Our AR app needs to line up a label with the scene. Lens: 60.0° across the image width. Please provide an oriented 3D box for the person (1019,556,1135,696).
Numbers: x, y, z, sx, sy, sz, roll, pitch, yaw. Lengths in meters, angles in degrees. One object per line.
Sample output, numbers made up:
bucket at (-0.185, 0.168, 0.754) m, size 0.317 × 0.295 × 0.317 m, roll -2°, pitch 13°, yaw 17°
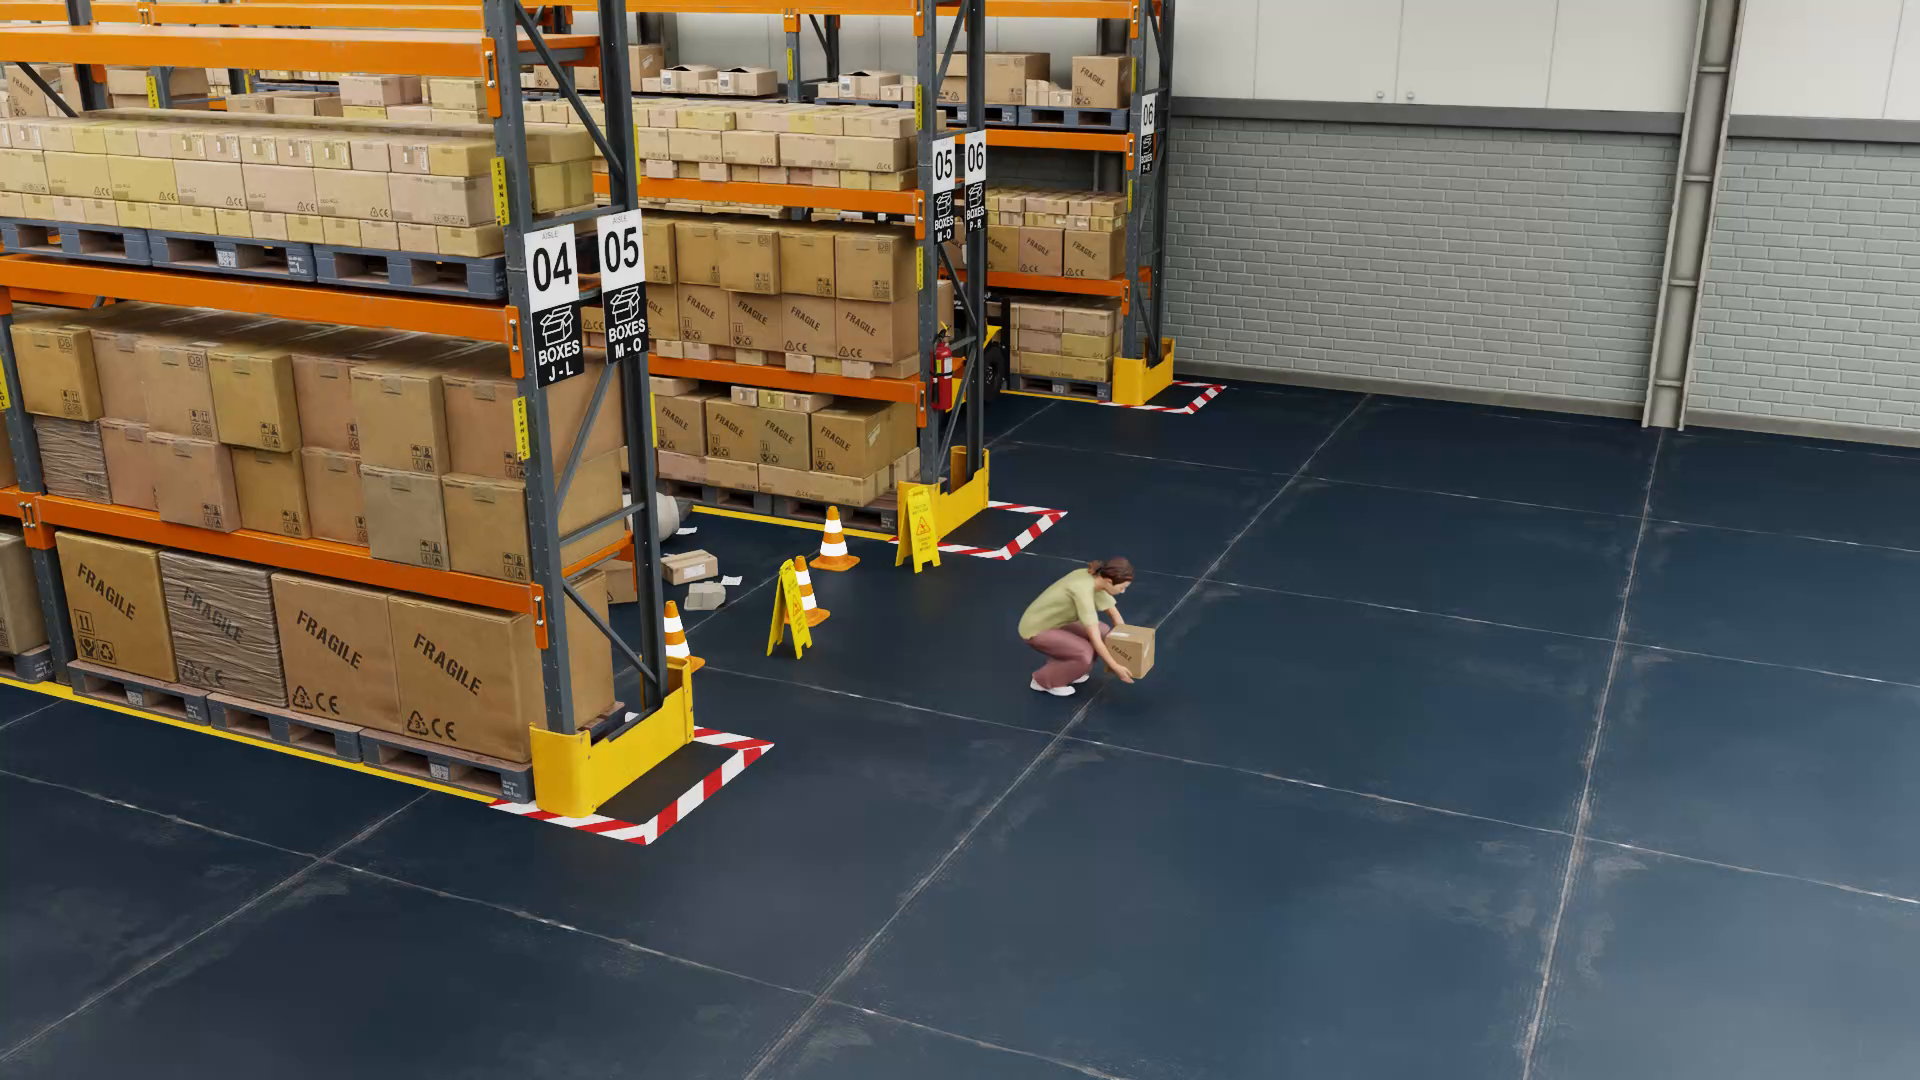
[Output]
person at (0.783, 0.531, 10.687) m, size 0.806 × 0.928 × 0.482 m, roll 8°, pitch 21°, yaw 23°
